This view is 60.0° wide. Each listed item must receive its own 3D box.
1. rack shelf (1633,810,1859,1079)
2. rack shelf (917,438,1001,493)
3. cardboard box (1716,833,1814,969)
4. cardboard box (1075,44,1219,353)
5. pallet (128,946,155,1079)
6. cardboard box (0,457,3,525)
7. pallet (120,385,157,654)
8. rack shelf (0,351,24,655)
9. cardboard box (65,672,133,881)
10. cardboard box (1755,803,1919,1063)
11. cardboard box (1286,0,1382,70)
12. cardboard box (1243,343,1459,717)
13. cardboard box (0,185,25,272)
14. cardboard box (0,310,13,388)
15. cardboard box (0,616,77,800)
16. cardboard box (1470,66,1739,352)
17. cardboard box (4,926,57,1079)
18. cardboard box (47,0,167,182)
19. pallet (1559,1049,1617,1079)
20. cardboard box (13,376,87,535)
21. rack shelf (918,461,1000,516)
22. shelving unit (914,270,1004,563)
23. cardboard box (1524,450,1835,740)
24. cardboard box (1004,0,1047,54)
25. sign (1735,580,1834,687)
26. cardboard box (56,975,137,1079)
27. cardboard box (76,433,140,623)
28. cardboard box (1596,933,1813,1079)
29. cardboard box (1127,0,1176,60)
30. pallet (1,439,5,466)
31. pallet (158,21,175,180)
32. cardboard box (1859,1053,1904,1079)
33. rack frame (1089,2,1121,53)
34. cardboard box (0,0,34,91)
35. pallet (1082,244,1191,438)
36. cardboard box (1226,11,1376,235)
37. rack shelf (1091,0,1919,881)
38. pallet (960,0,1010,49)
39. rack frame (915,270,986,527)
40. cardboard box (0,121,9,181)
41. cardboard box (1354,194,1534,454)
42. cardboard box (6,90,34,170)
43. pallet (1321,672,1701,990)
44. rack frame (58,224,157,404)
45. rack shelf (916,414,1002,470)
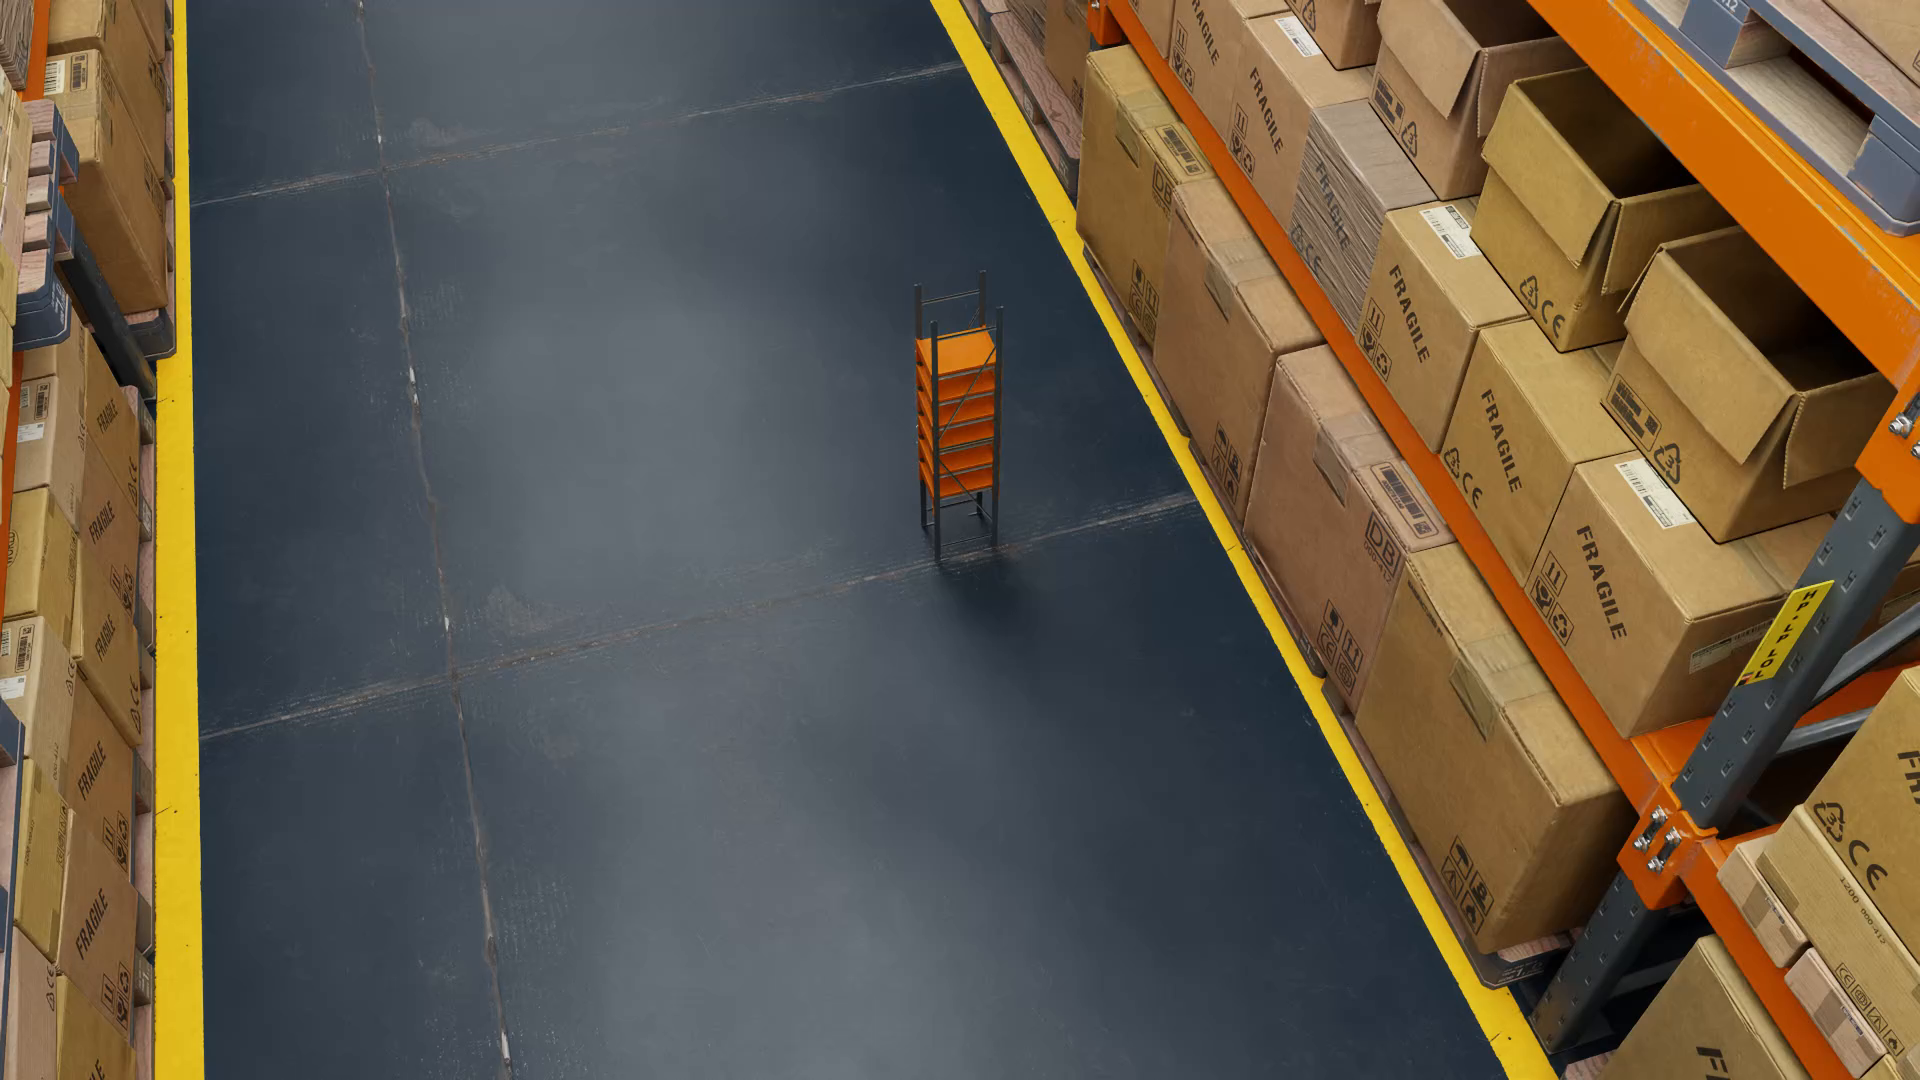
[{"bbox_3d":[2.801,2.106,2.983,1.077,0.370,4.000,-13,51,-11],"label":"rack shelf"},{"bbox_3d":[-0.004,-0.291,5.926,0.258,0.103,0.180,-13,51,-11],"label":"rack shelf"},{"bbox_3d":[1.979,0.786,3.790,0.380,0.149,0.250,-13,51,-11],"label":"cardboard box"},{"bbox_3d":[1.211,-1.450,6.625,1.225,0.875,0.875,-15,52,-13],"label":"cardboard box"},{"bbox_3d":[-2.790,1.792,4.602,1.003,0.211,1.213,-13,51,-11],"label":"pallet"},{"bbox_3d":[-2.698,-0.122,4.281,0.380,0.149,0.250,-15,52,-13],"label":"cardboard box"},{"bbox_3d":[-3.512,0.009,6.104,1.003,0.211,1.213,-13,51,-11],"label":"pallet"},{"bbox_3d":[-3.150,0.232,4.563,1.077,0.370,4.000,-13,51,-11],"label":"rack shelf"},{"bbox_3d":[-2.850,0.766,5.003,0.500,0.500,0.500,-13,51,-10],"label":"cardboard box"},{"bbox_3d":[2.098,0.768,3.544,0.500,0.250,0.500,-14,51,-12],"label":"cardboard box"},{"bbox_3d":[1.417,-1.849,5.126,0.797,0.503,0.637,-12,51,-10],"label":"cardboard box"},{"bbox_3d":[1.736,-0.153,5.532,1.225,0.875,0.875,-15,51,-12],"label":"cardboard box"},{"bbox_3d":[-3.008,-0.889,4.927,0.380,0.149,0.250,-13,51,-10],"label":"cardboard box"},{"bbox_3d":[-2.857,-0.510,4.608,0.380,0.149,0.250,-15,52,-13],"label":"cardboard box"},{"bbox_3d":[-2.831,0.528,4.712,0.500,0.250,0.500,-12,51,-10],"label":"cardboard box"},{"bbox_3d":[1.821,-0.911,4.334,0.797,0.503,0.637,-13,51,-11],"label":"cardboard box"},{"bbox_3d":[-2.525,1.290,4.070,0.500,0.250,0.500,-15,52,-13],"label":"cardboard box"},{"bbox_3d":[-4.097,-1.974,7.149,1.050,0.750,0.750,-13,51,-10],"label":"cardboard box"},{"bbox_3d":[2.360,1.885,4.523,1.003,0.211,1.213,-13,51,-11],"label":"pallet"},{"bbox_3d":[-3.129,-0.225,5.348,0.500,0.250,0.500,-13,51,-10],"label":"cardboard box"},{"bbox_3d":[-0.004,-0.214,6.018,0.258,0.103,0.180,-13,51,-11],"label":"rack shelf"},{"bbox_3d":[-0.004,-0.397,5.800,0.258,1.200,0.189,-13,51,-11],"label":"shelving unit"},{"bbox_3d":[1.810,0.101,4.137,0.500,0.500,0.500,-13,51,-11],"label":"cardboard box"},{"bbox_3d":[0.633,-2.731,7.938,0.700,0.500,0.500,-17,52,-14],"label":"cardboard box"},{"bbox_3d":[1.694,0.195,3.418,0.100,0.325,0.005,-13,51,-11],"label":"sign"},{"bbox_3d":[-2.524,1.532,4.357,0.500,0.500,0.500,-12,51,-10],"label":"cardboard box"},{"bbox_3d":[-3.147,0.011,5.639,0.500,0.500,0.500,-11,51,-10],"label":"cardboard box"},{"bbox_3d":[2.328,1.463,4.170,0.875,0.875,0.875,-13,51,-11],"label":"cardboard box"},{"bbox_3d":[0.910,-2.124,6.013,0.500,0.500,0.500,-12,51,-10],"label":"cardboard box"},{"bbox_3d":[-3.117,0.038,4.382,1.003,0.211,1.213,-13,51,-11],"label":"pallet"},{"bbox_3d":[-4.260,-2.044,7.835,1.003,0.211,1.213,-13,51,-11],"label":"pallet"},{"bbox_3d":[2.135,1.170,3.466,0.380,0.149,0.250,-12,51,-10],"label":"cardboard box"},{"bbox_3d":[1.027,-2.508,6.402,1.000,3.000,0.127,-13,51,-11],"label":"rack frame"},{"bbox_3d":[-3.616,-1.882,5.809,0.500,0.500,0.500,-13,51,-11],"label":"cardboard box"},{"bbox_3d":[1.188,-1.016,6.969,1.003,0.211,1.213,-13,51,-11],"label":"pallet"},{"bbox_3d":[1.220,-1.374,5.381,0.500,0.500,0.500,-14,51,-12],"label":"cardboard box"},{"bbox_3d":[1.618,-0.815,5.446,1.077,0.370,4.000,-13,51,-11],"label":"rack shelf"},{"bbox_3d":[0.440,-3.070,8.700,1.003,0.211,1.213,-13,51,-11],"label":"pallet"},{"bbox_3d":[-0.031,-0.464,5.857,0.240,1.200,0.006,-13,51,-11],"label":"rack frame"},{"bbox_3d":[-3.080,-1.158,4.960,0.380,0.149,0.250,-12,51,-10],"label":"cardboard box"},{"bbox_3d":[1.509,-0.642,4.764,0.500,0.500,0.500,-14,51,-11],"label":"cardboard box"},{"bbox_3d":[-3.156,-1.258,5.239,0.380,0.149,0.250,-13,51,-10],"label":"cardboard box"},{"bbox_3d":[1.909,0.766,5.466,1.003,0.211,1.213,-13,51,-11],"label":"pallet"},{"bbox_3d":[-3.741,-1.460,5.519,1.000,3.000,0.127,-13,51,-11],"label":"rack frame"},{"bbox_3d":[-0.004,-0.369,5.834,0.258,0.103,0.180,-13,51,-11],"label":"rack shelf"}]
